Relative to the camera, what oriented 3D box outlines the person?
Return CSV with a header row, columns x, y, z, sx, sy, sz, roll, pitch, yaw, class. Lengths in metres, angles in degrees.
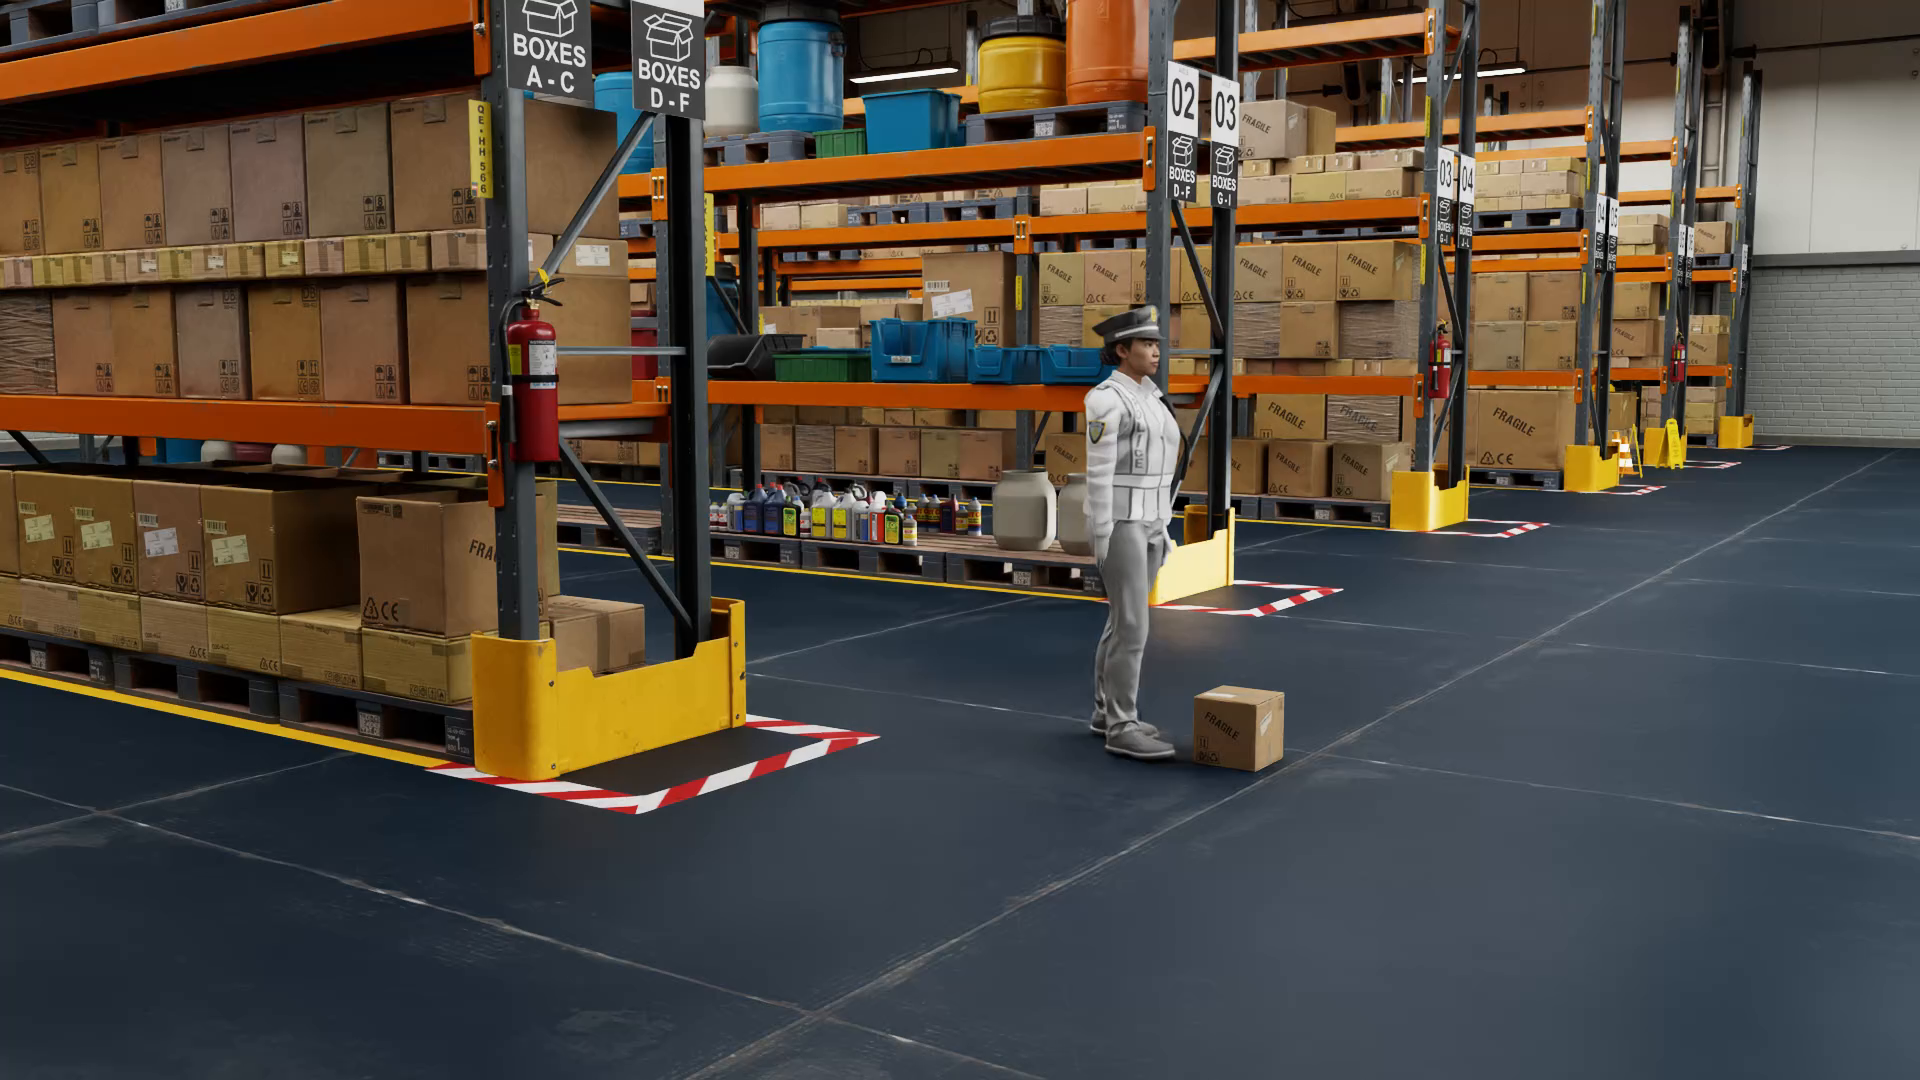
x,y,z,sx,sy,sz,roll,pitch,yaw,class
0.679,-0.044,6.303,0.487,1.679,0.476,4,8,35,person
